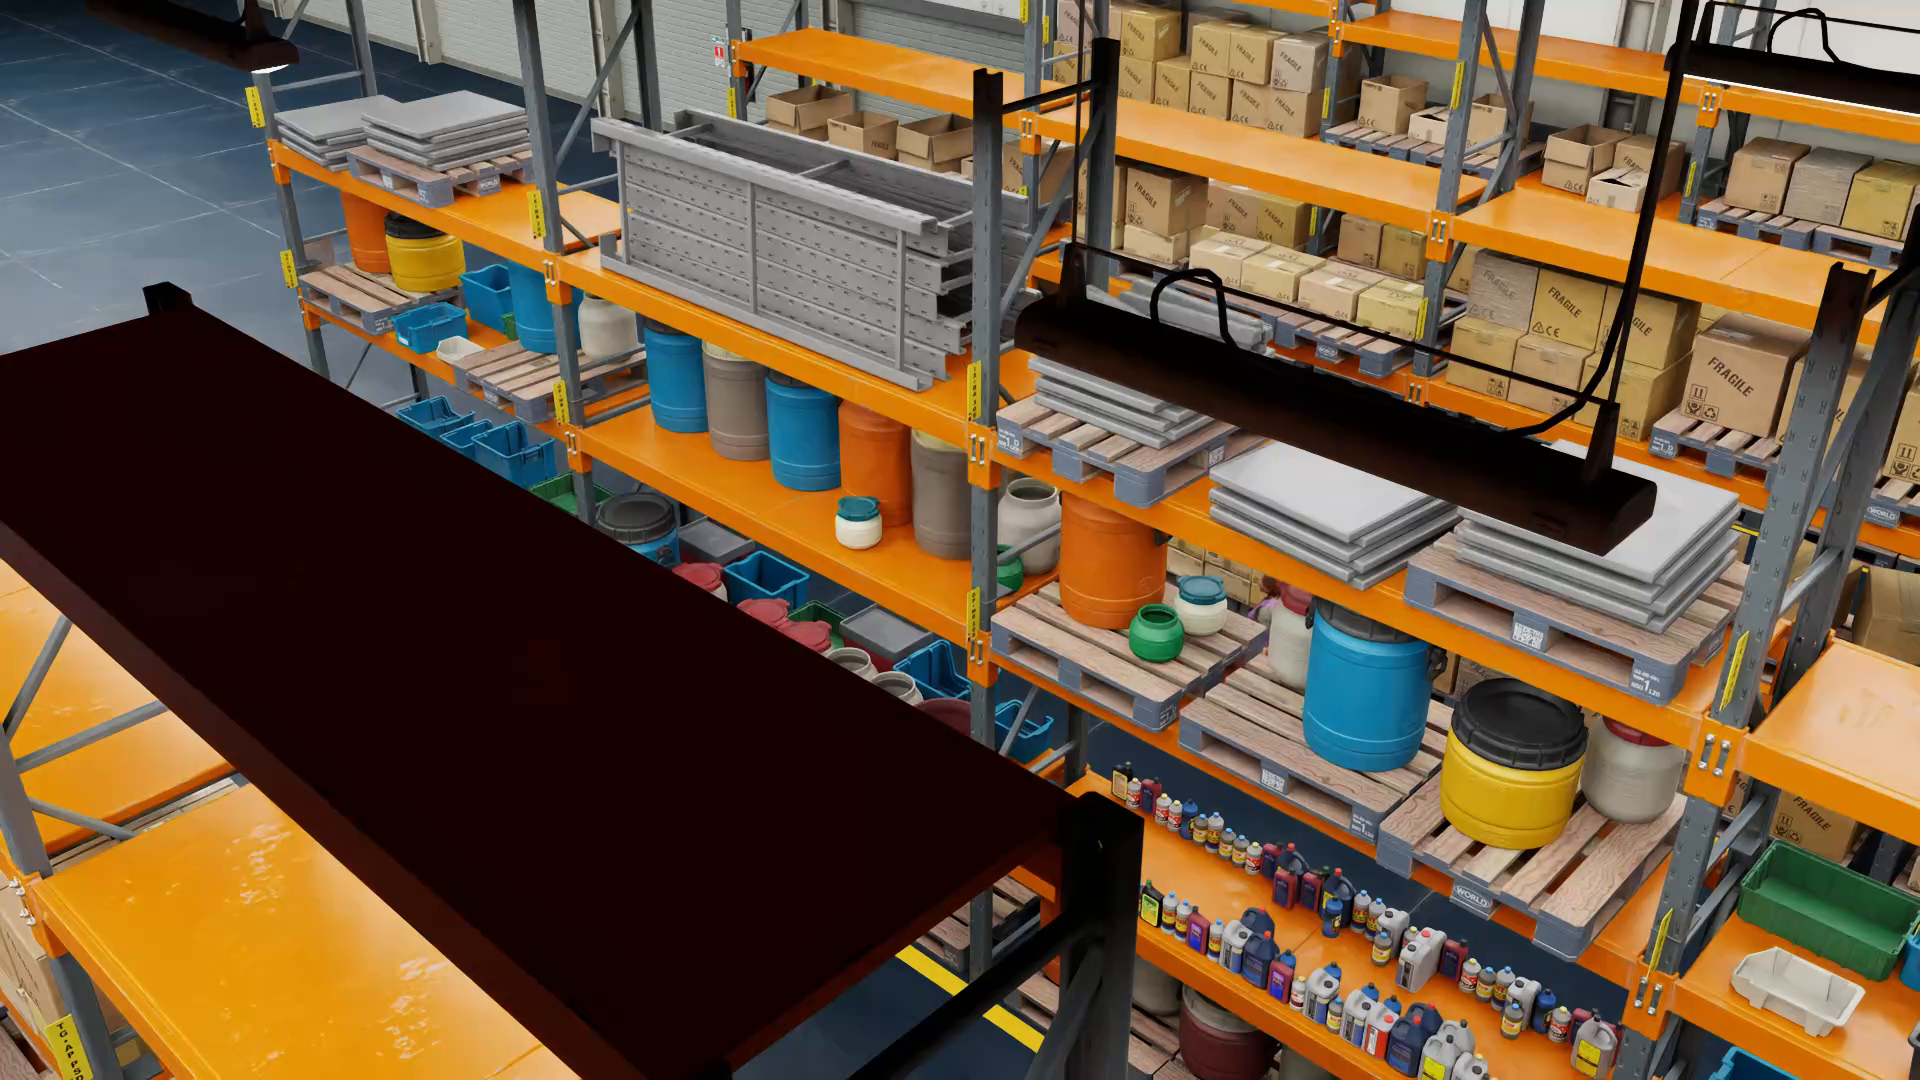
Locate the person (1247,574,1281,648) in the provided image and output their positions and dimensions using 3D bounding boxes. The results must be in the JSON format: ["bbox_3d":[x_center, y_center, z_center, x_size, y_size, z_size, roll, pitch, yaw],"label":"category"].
[{"bbox_3d":[2.392,0.898,13.043,1.009,1.532,0.492,19,34,30],"label":"person"}]
